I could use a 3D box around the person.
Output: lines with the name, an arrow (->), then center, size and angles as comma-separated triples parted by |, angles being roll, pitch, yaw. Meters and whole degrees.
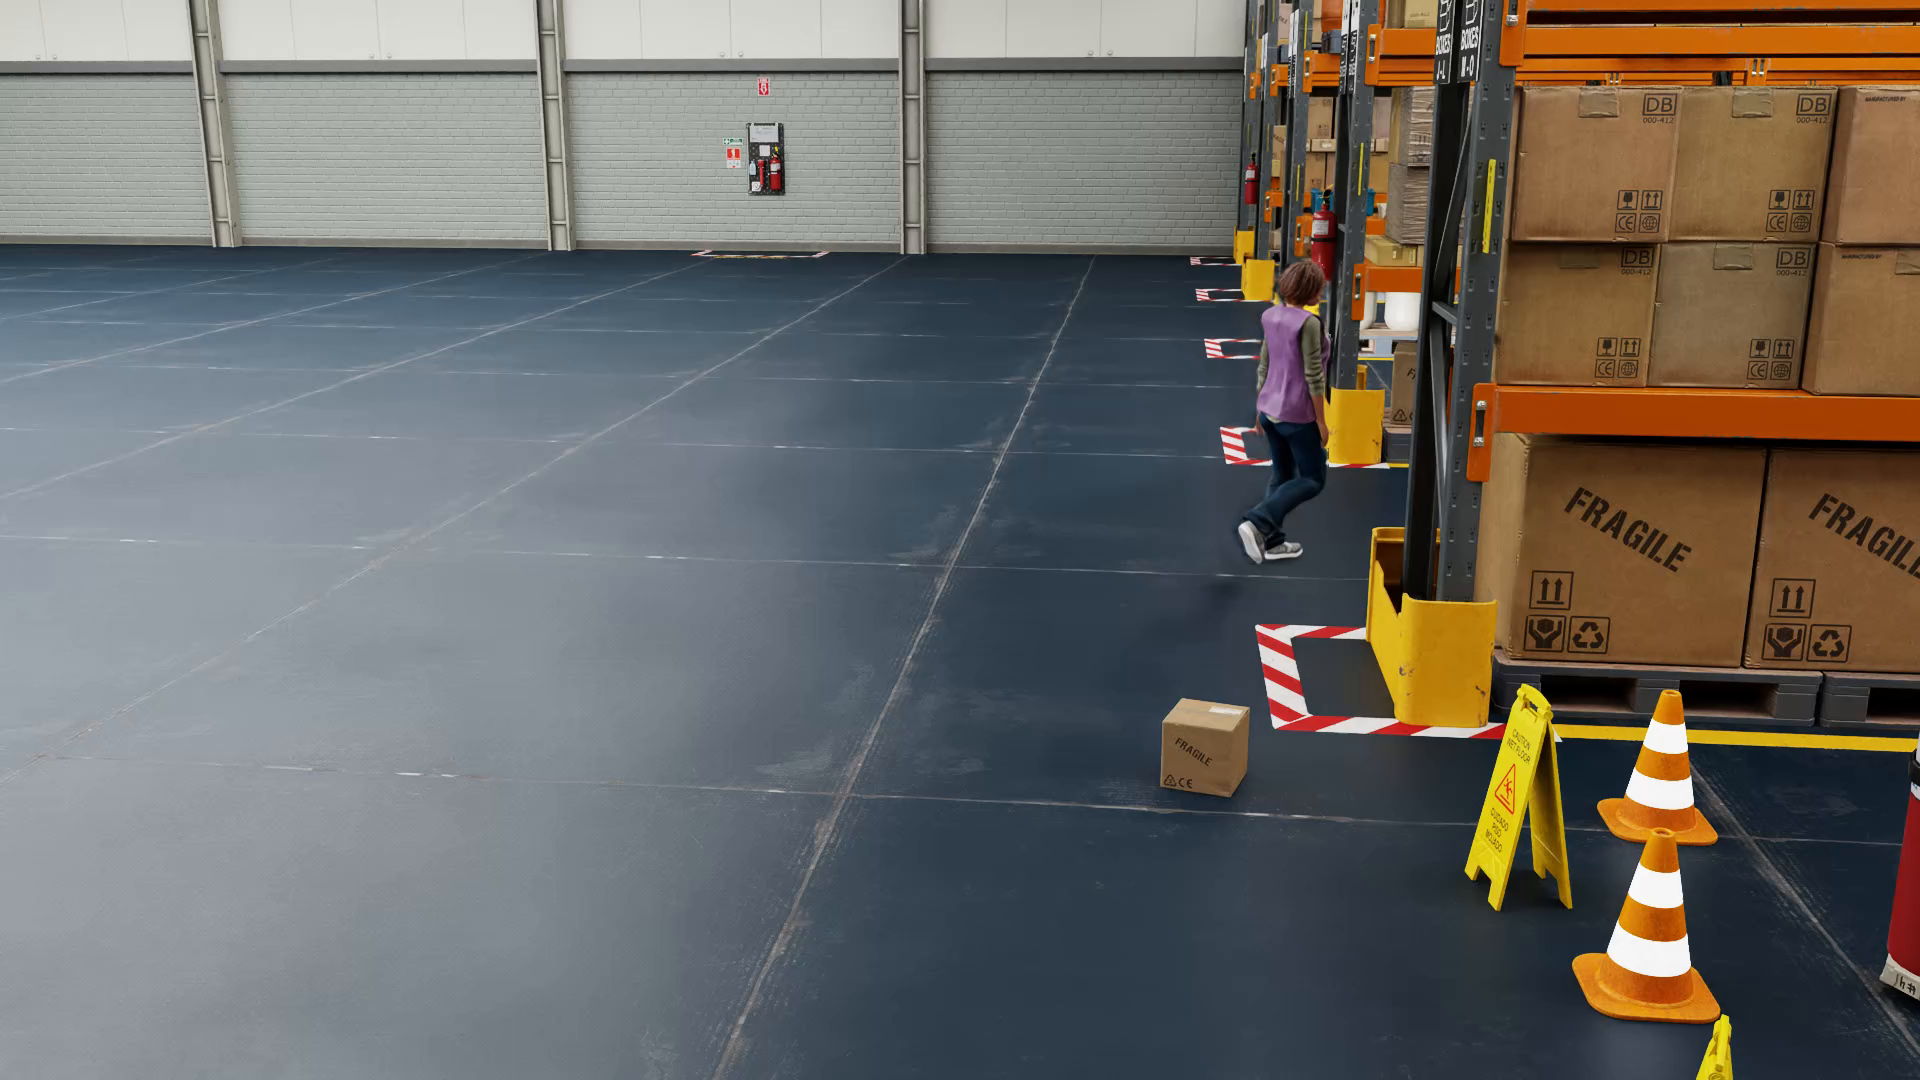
person -> 1.631, -0.614, 8.362 | 0.607, 1.574, 0.444 | -8, 17, -29
